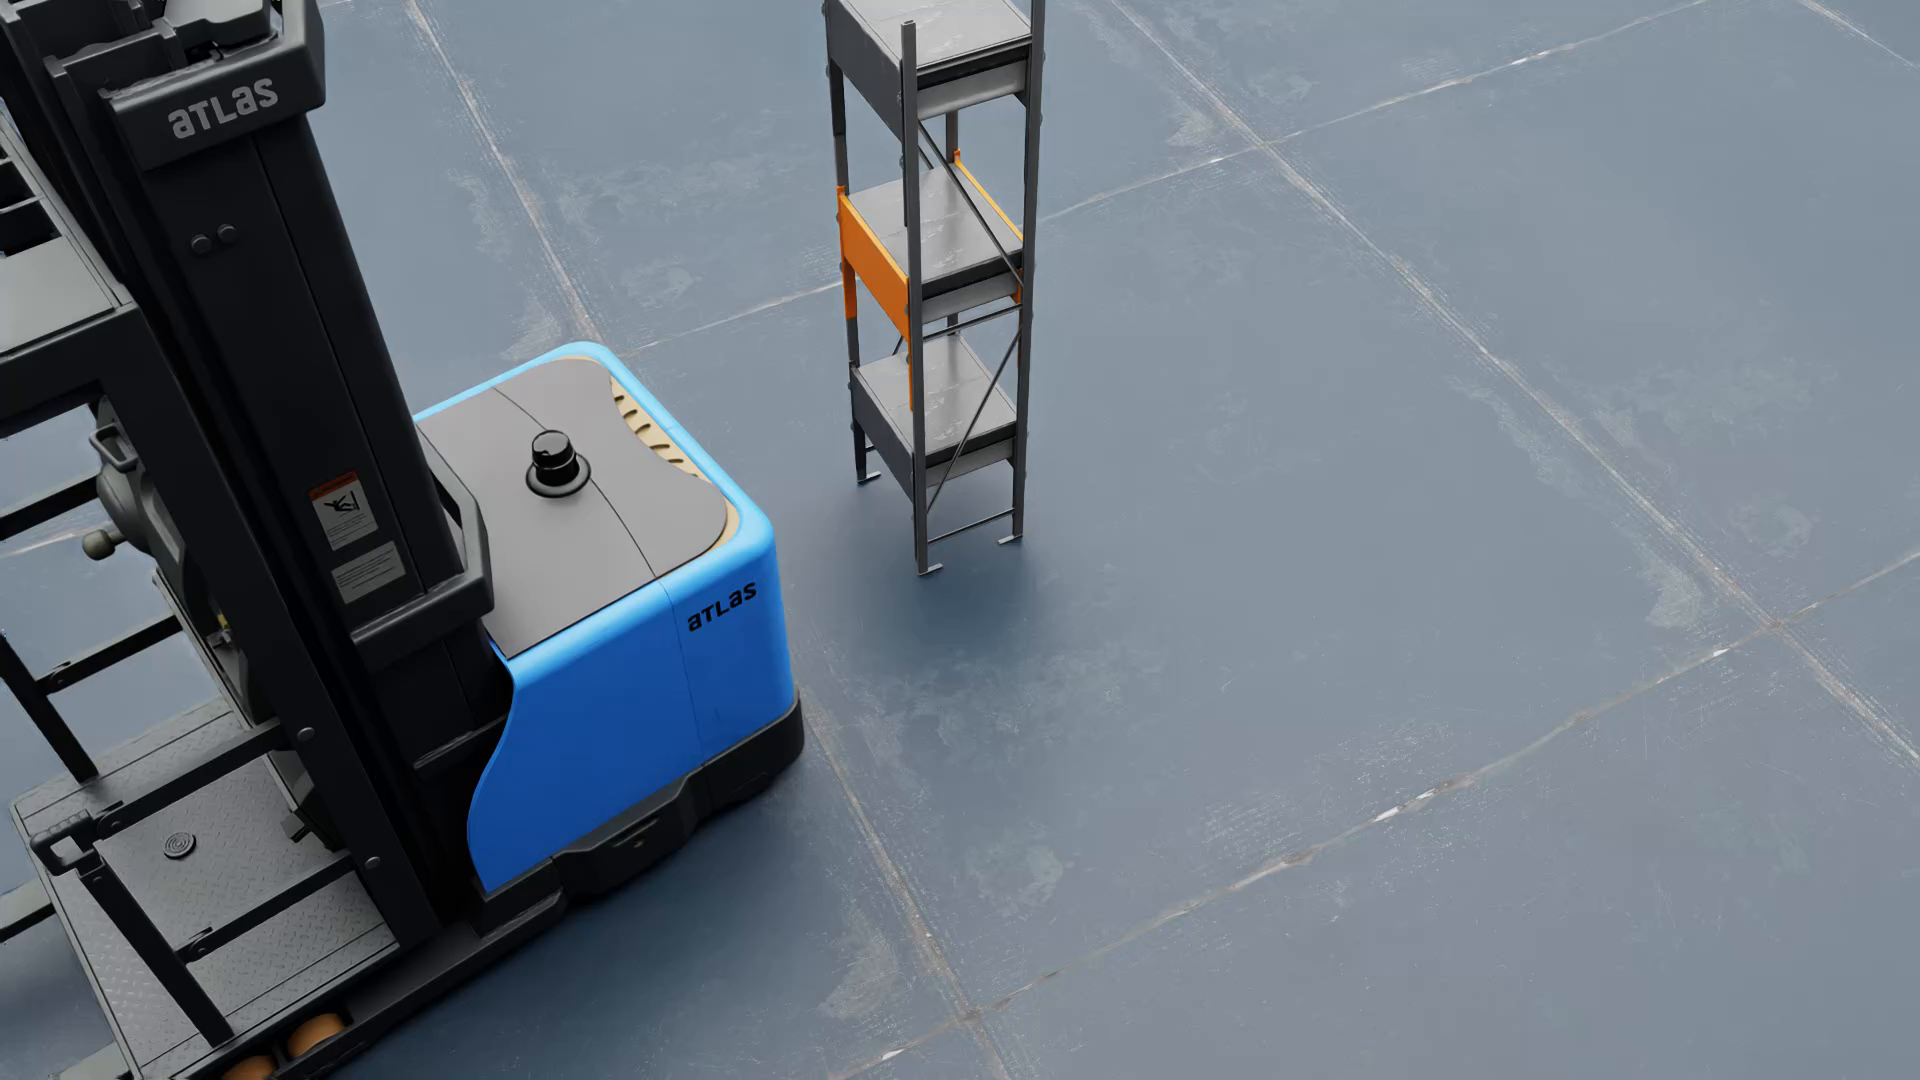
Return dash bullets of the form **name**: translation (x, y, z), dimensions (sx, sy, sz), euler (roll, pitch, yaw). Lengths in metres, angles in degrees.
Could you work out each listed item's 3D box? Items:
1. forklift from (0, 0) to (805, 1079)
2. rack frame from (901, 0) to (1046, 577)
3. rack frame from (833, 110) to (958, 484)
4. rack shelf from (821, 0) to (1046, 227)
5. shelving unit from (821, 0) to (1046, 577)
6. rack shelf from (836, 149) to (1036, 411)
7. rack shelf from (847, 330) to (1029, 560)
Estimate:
- **forklift**: translation (-1.952, 0.105, 3.711), dimensions (3.031, 2.935, 1.130), euler (-30, 55, -24)
- **rack frame**: translation (0.036, -0.639, 4.914), dimensions (0.400, 2.100, 0.015), euler (-21, 52, -18)
- **rack frame**: translation (-0.187, -0.965, 5.199), dimensions (0.400, 2.100, 0.015), euler (-21, 52, -18)
- **rack shelf**: translation (-0.076, -1.254, 4.540), dimensions (0.431, 0.518, 0.480), euler (-21, 52, -18)
- **shelving unit**: translation (-0.076, -0.802, 5.057), dimensions (0.431, 2.100, 0.503), euler (-21, 52, -18)
- **rack shelf**: translation (-0.076, -0.793, 5.067), dimensions (0.431, 0.518, 0.480), euler (-21, 52, -18)
- **rack shelf**: translation (-0.076, -0.332, 5.594), dimensions (0.431, 0.518, 0.480), euler (-21, 52, -18)
